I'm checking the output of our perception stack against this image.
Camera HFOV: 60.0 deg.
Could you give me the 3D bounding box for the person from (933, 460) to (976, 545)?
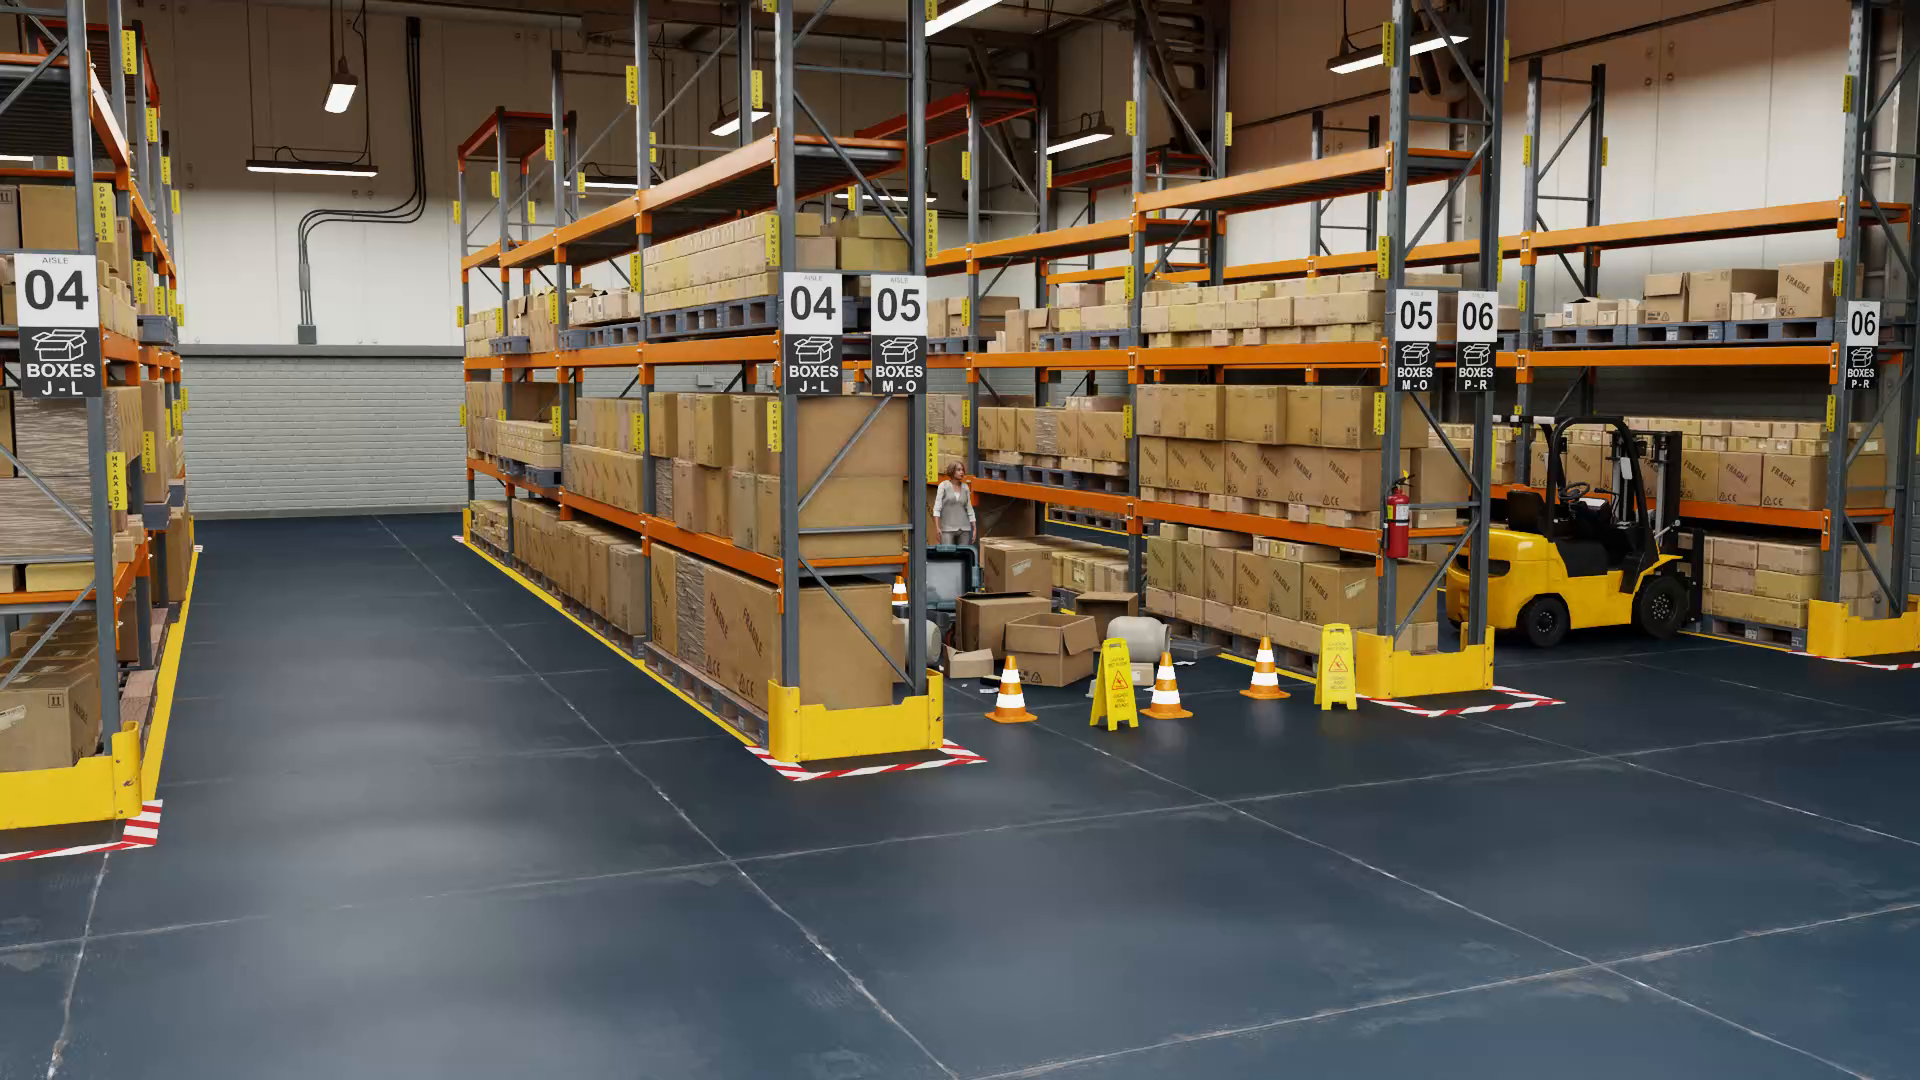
[{"bbox_3d":[-0.035,-0.068,18.312,0.520,1.590,0.475,-2,6,-24],"label":"person"}]
